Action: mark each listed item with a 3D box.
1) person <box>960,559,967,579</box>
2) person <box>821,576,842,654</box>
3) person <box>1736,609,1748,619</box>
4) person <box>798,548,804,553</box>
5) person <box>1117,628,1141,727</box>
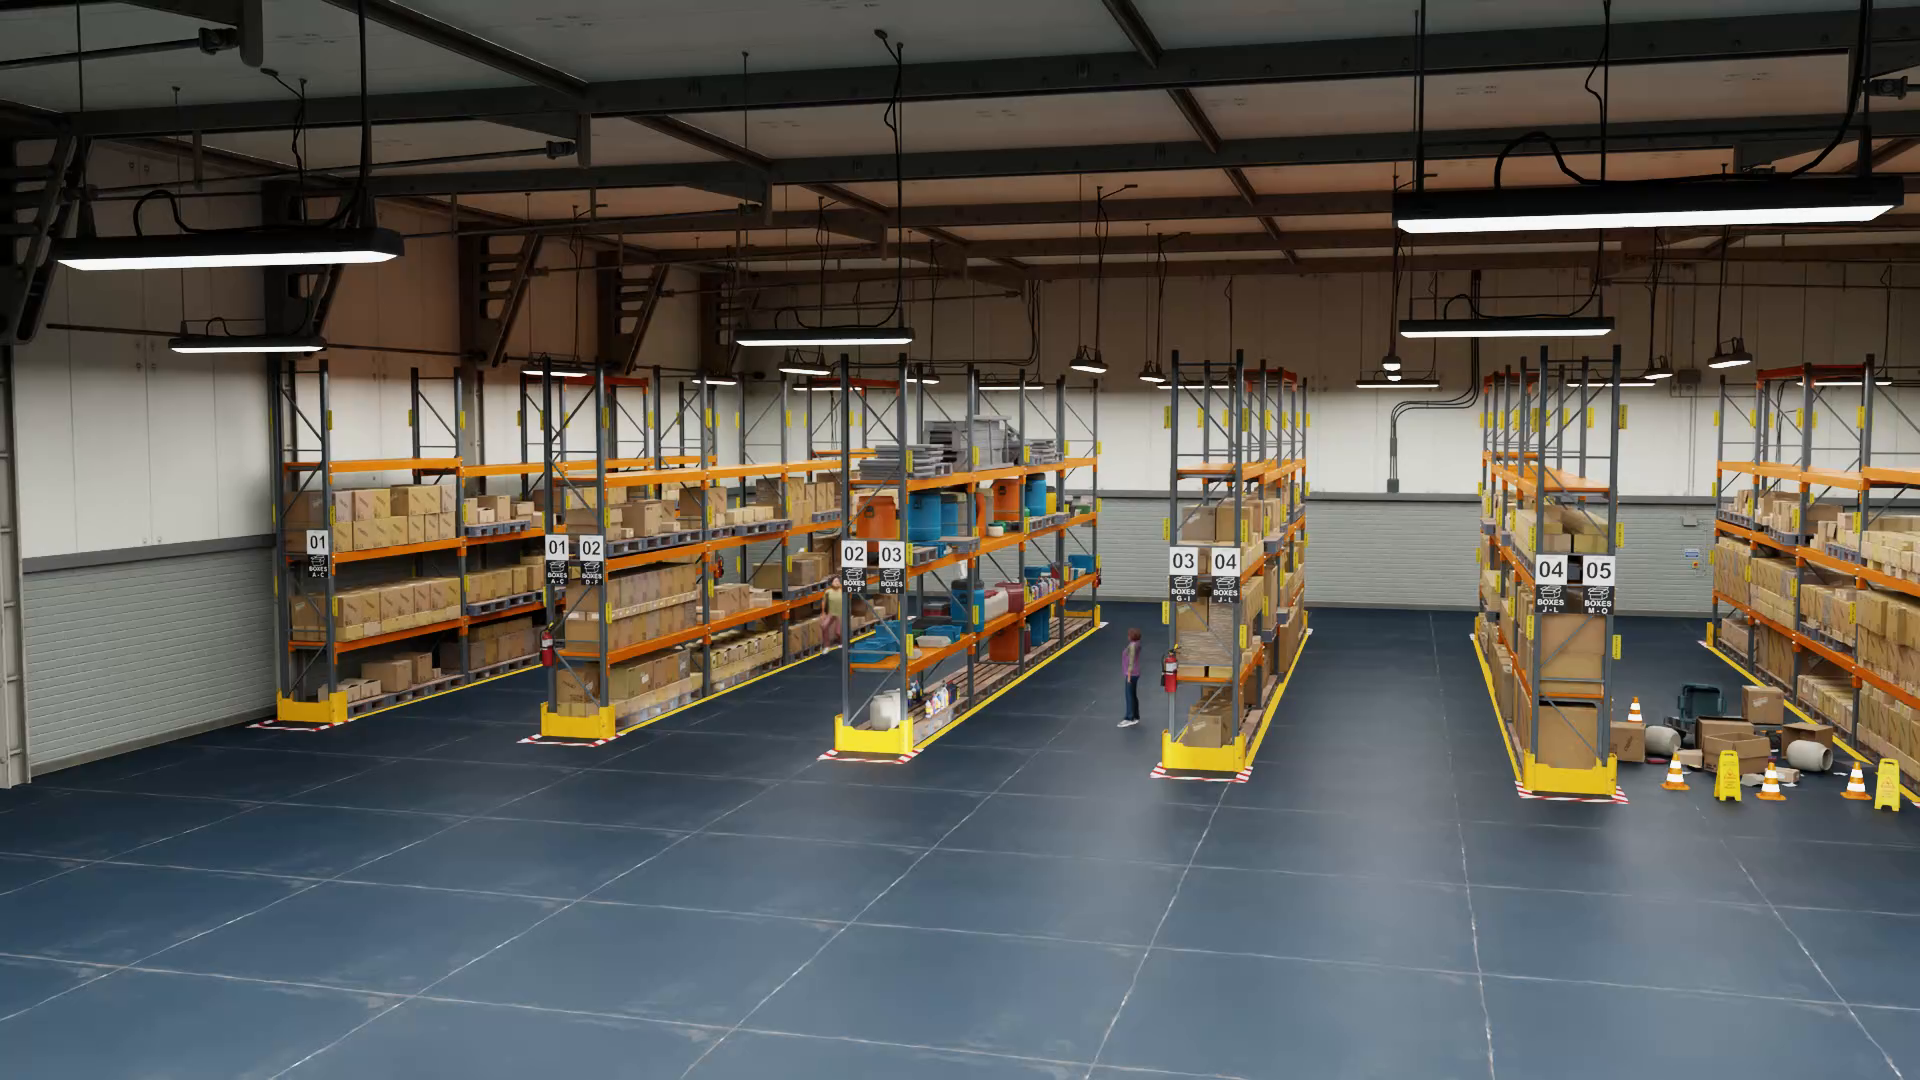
[{"bbox_3d":[0.246,0.988,43.948,0.432,1.675,0.504,2,5,25],"label":"person"},{"bbox_3d":[-2.569,1.521,34.195,0.625,1.560,0.972,1,4,15],"label":"person"},{"bbox_3d":[18.085,1.428,38.031,0.816,1.641,0.509,1,4,10],"label":"person"},{"bbox_3d":[-3.937,1.092,42.062,0.465,1.797,0.592,3,5,33],"label":"person"},{"bbox_3d":[2.780,2.243,27.326,0.375,1.608,0.506,1,4,9],"label":"person"}]
